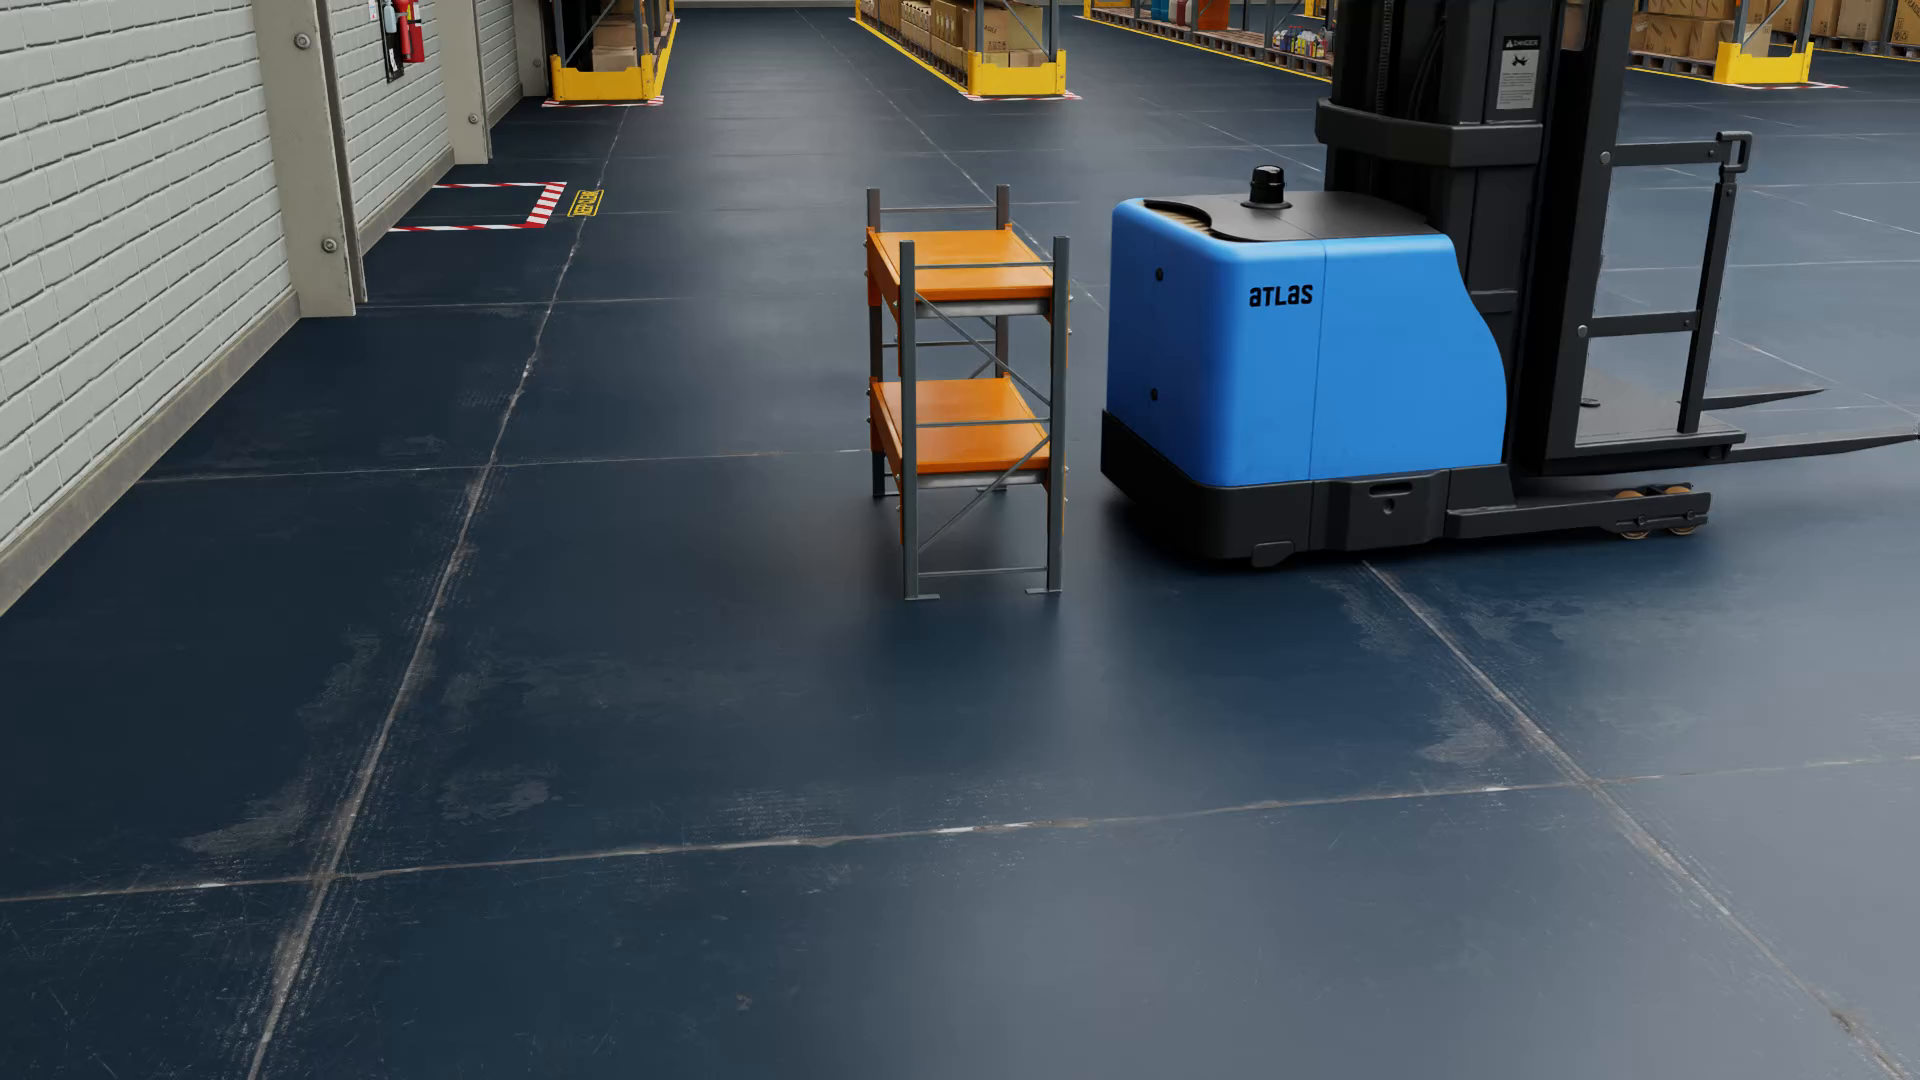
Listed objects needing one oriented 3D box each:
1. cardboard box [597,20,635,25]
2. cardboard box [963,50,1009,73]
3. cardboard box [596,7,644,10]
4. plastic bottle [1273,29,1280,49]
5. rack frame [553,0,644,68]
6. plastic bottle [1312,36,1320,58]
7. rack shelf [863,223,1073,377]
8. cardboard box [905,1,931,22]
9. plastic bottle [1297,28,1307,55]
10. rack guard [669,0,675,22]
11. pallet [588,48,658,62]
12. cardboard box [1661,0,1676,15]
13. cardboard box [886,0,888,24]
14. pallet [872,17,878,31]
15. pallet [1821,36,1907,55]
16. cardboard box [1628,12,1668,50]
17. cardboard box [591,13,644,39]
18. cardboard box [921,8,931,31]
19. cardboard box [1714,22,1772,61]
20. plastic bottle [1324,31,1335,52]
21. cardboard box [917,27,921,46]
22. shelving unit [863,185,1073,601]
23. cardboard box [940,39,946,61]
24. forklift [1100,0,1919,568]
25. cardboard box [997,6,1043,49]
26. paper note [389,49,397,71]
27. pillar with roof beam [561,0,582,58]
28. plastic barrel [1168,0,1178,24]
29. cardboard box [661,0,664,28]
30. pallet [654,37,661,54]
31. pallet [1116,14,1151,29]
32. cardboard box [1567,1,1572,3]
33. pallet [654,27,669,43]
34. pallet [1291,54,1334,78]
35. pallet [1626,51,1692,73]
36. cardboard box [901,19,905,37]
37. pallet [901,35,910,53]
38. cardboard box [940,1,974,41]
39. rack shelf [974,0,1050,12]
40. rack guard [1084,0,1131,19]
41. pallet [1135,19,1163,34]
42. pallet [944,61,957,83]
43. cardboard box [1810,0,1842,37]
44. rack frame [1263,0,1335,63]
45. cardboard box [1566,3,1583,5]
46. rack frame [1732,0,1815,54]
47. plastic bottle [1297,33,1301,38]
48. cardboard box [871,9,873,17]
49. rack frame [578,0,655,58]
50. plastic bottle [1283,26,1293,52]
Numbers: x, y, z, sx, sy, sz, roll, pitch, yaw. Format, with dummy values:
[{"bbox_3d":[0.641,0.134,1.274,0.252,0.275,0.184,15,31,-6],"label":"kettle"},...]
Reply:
[{"bbox_3d":[-4.603,-6.692,22.289,0.500,0.500,0.500,-4,21,-12],"label":"cardboard box"},{"bbox_3d":[0.316,-5.959,20.715,0.500,0.250,0.500,-3,21,-8],"label":"cardboard box"},{"bbox_3d":[-5.254,-8.003,25.800,0.700,0.500,0.500,-3,21,-8],"label":"cardboard box"},{"bbox_3d":[4.624,-7.309,24.269,0.097,0.271,0.097,0,20,0],"label":"plastic bottle"},{"bbox_3d":[-4.215,-6.629,19.178,1.000,3.000,0.127,-3,21,-8],"label":"rack frame"},{"bbox_3d":[4.855,-6.716,22.663,0.061,0.283,0.133,-2,21,-6],"label":"plastic bottle"},{"bbox_3d":[-0.001,-0.803,5.423,0.538,0.278,1.000,-3,21,-8],"label":"rack shelf"},{"bbox_3d":[-0.598,-8.444,26.564,0.500,0.311,0.500,-3,21,-9],"label":"cardboard box"},{"bbox_3d":[4.806,-6.966,23.237,0.144,0.351,0.185,-3,21,-8],"label":"plastic bottle"},{"bbox_3d":[-6.525,-11.006,34.469,1.175,0.500,0.348,-3,21,-8],"label":"rack guard"},{"bbox_3d":[-4.906,-6.977,24.095,1.003,0.211,1.213,-3,21,-8],"label":"pallet"},{"bbox_3d":[13.693,-10.141,31.553,0.500,0.500,0.500,-3,21,-7],"label":"cardboard box"},{"bbox_3d":[-1.063,-9.533,29.896,0.500,0.500,0.500,-3,21,-7],"label":"cardboard box"},{"bbox_3d":[-1.142,-9.966,32.099,1.003,0.211,1.213,-3,21,-8],"label":"pallet"},{"bbox_3d":[14.650,-7.936,26.661,1.003,0.211,1.213,-3,21,-8],"label":"pallet"},{"bbox_3d":[10.021,-7.451,24.350,0.500,0.500,0.500,4,21,9],"label":"cardboard box"},{"bbox_3d":[-4.915,-7.303,23.926,0.700,0.500,0.500,-2,21,-6],"label":"cardboard box"},{"bbox_3d":[-0.314,-7.742,24.686,0.500,0.311,0.500,-2,21,-6],"label":"cardboard box"},{"bbox_3d":[10.416,-6.621,22.129,0.500,0.500,0.500,1,20,2],"label":"cardboard box"},{"bbox_3d":[5.274,-7.153,23.844,0.152,0.276,0.135,-3,21,-8],"label":"plastic bottle"},{"bbox_3d":[-0.383,-7.655,25.254,0.500,0.250,0.500,-2,21,-7],"label":"cardboard box"},{"bbox_3d":[-0.001,-0.529,5.526,0.538,1.125,1.048,-3,21,-8],"label":"shelving unit"},{"bbox_3d":[0.010,-6.651,22.566,0.500,0.250,0.500,-3,21,-8],"label":"cardboard box"},{"bbox_3d":[2.098,-1.546,5.668,3.031,2.935,1.130,-5,21,-14],"label":"forklift"},{"bbox_3d":[0.755,-6.510,21.117,0.500,0.500,0.500,-3,21,-8],"label":"cardboard box"},{"bbox_3d":[-4.032,-3.415,11.832,0.016,0.148,0.142,-3,21,-8],"label":"paper note"},{"bbox_3d":[-1.777,-11.933,24.803,9.100,9.000,0.400,-3,21,-8],"label":"pillar with roof beam"},{"bbox_3d":[4.015,-9.680,30.303,0.421,0.512,0.421,0,20,0],"label":"plastic barrel"},{"bbox_3d":[-5.465,-9.153,28.409,0.750,0.750,0.750,-3,21,-8],"label":"cardboard box"},{"bbox_3d":[-5.257,-7.822,26.357,1.003,0.211,1.213,-3,21,-8],"label":"pallet"},{"bbox_3d":[3.714,-10.230,32.804,1.003,0.211,1.213,-3,21,-8],"label":"pallet"},{"bbox_3d":[13.035,-11.357,35.310,0.380,0.149,0.250,-4,21,-10],"label":"cardboard box"},{"bbox_3d":[-5.580,-8.791,28.951,1.003,0.211,1.213,-3,21,-8],"label":"pallet"},{"bbox_3d":[5.246,-6.549,22.950,1.003,0.211,1.213,-3,21,-8],"label":"pallet"},{"bbox_3d":[10.224,-6.803,23.629,1.003,0.211,1.213,-3,21,-8],"label":"pallet"},{"bbox_3d":[-0.682,-8.362,27.148,0.500,0.250,0.500,-3,21,-8],"label":"cardboard box"},{"bbox_3d":[-0.387,-8.057,26.985,1.003,0.211,1.213,-3,21,-8],"label":"pallet"},{"bbox_3d":[0.011,-7.002,22.435,0.500,0.500,0.500,-3,21,-8],"label":"cardboard box"},{"bbox_3d":[0.398,-7.236,21.830,1.077,0.370,4.000,-3,21,-8],"label":"rack shelf"},{"bbox_3d":[3.265,-11.505,35.805,1.175,0.500,0.348,-3,21,-8],"label":"rack guard"},{"bbox_3d":[3.928,-9.708,31.406,1.003,0.211,1.213,-3,21,-8],"label":"pallet"},{"bbox_3d":[0.362,-6.258,22.170,1.003,0.211,1.213,-3,21,-8],"label":"pallet"},{"bbox_3d":[14.522,-8.666,27.247,1.050,0.750,0.750,-3,21,-8],"label":"cardboard box"},{"bbox_3d":[5.012,-8.514,24.223,1.000,3.000,0.127,-3,21,-8],"label":"rack frame"},{"bbox_3d":[9.714,-8.372,26.788,0.700,0.500,0.500,-5,21,-12],"label":"cardboard box"},{"bbox_3d":[10.489,-7.378,21.184,1.000,3.000,0.127,-3,21,-8],"label":"rack frame"},{"bbox_3d":[4.803,-7.027,23.513,0.097,0.271,0.097,0,20,0],"label":"plastic bottle"},{"bbox_3d":[-1.520,-10.215,32.225,0.380,0.149,0.250,-3,21,-8],"label":"cardboard box"},{"bbox_3d":[-4.792,-8.014,22.886,1.000,3.000,0.127,-3,21,-8],"label":"rack frame"},{"bbox_3d":[4.717,-7.178,23.806,0.144,0.351,0.185,-2,21,-6],"label":"plastic bottle"}]
